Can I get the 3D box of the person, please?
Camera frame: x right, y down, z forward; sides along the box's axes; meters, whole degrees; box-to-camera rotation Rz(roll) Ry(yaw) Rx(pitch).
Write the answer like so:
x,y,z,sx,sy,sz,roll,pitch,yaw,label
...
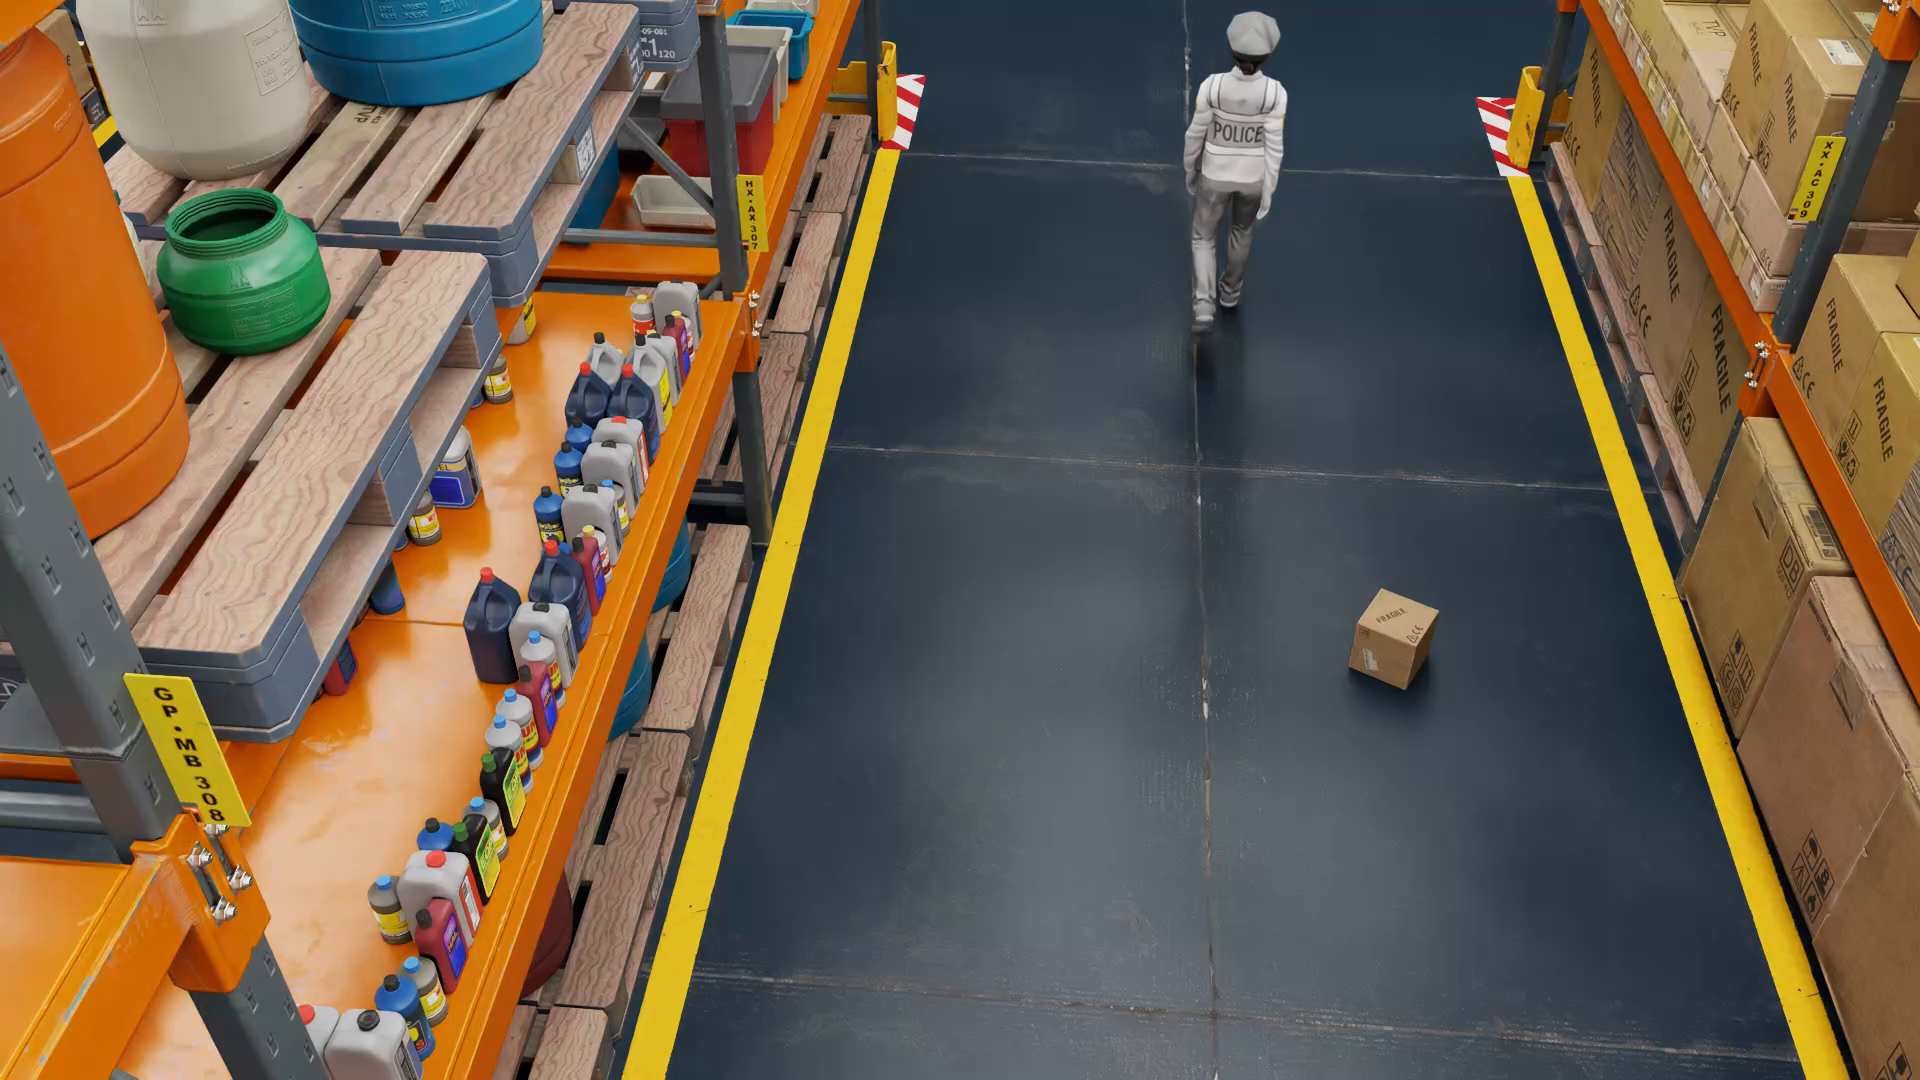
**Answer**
x,y,z,sx,sy,sz,roll,pitch,yaw,label
1.335,-1.793,8.231,0.480,1.657,0.817,5,41,6,person
